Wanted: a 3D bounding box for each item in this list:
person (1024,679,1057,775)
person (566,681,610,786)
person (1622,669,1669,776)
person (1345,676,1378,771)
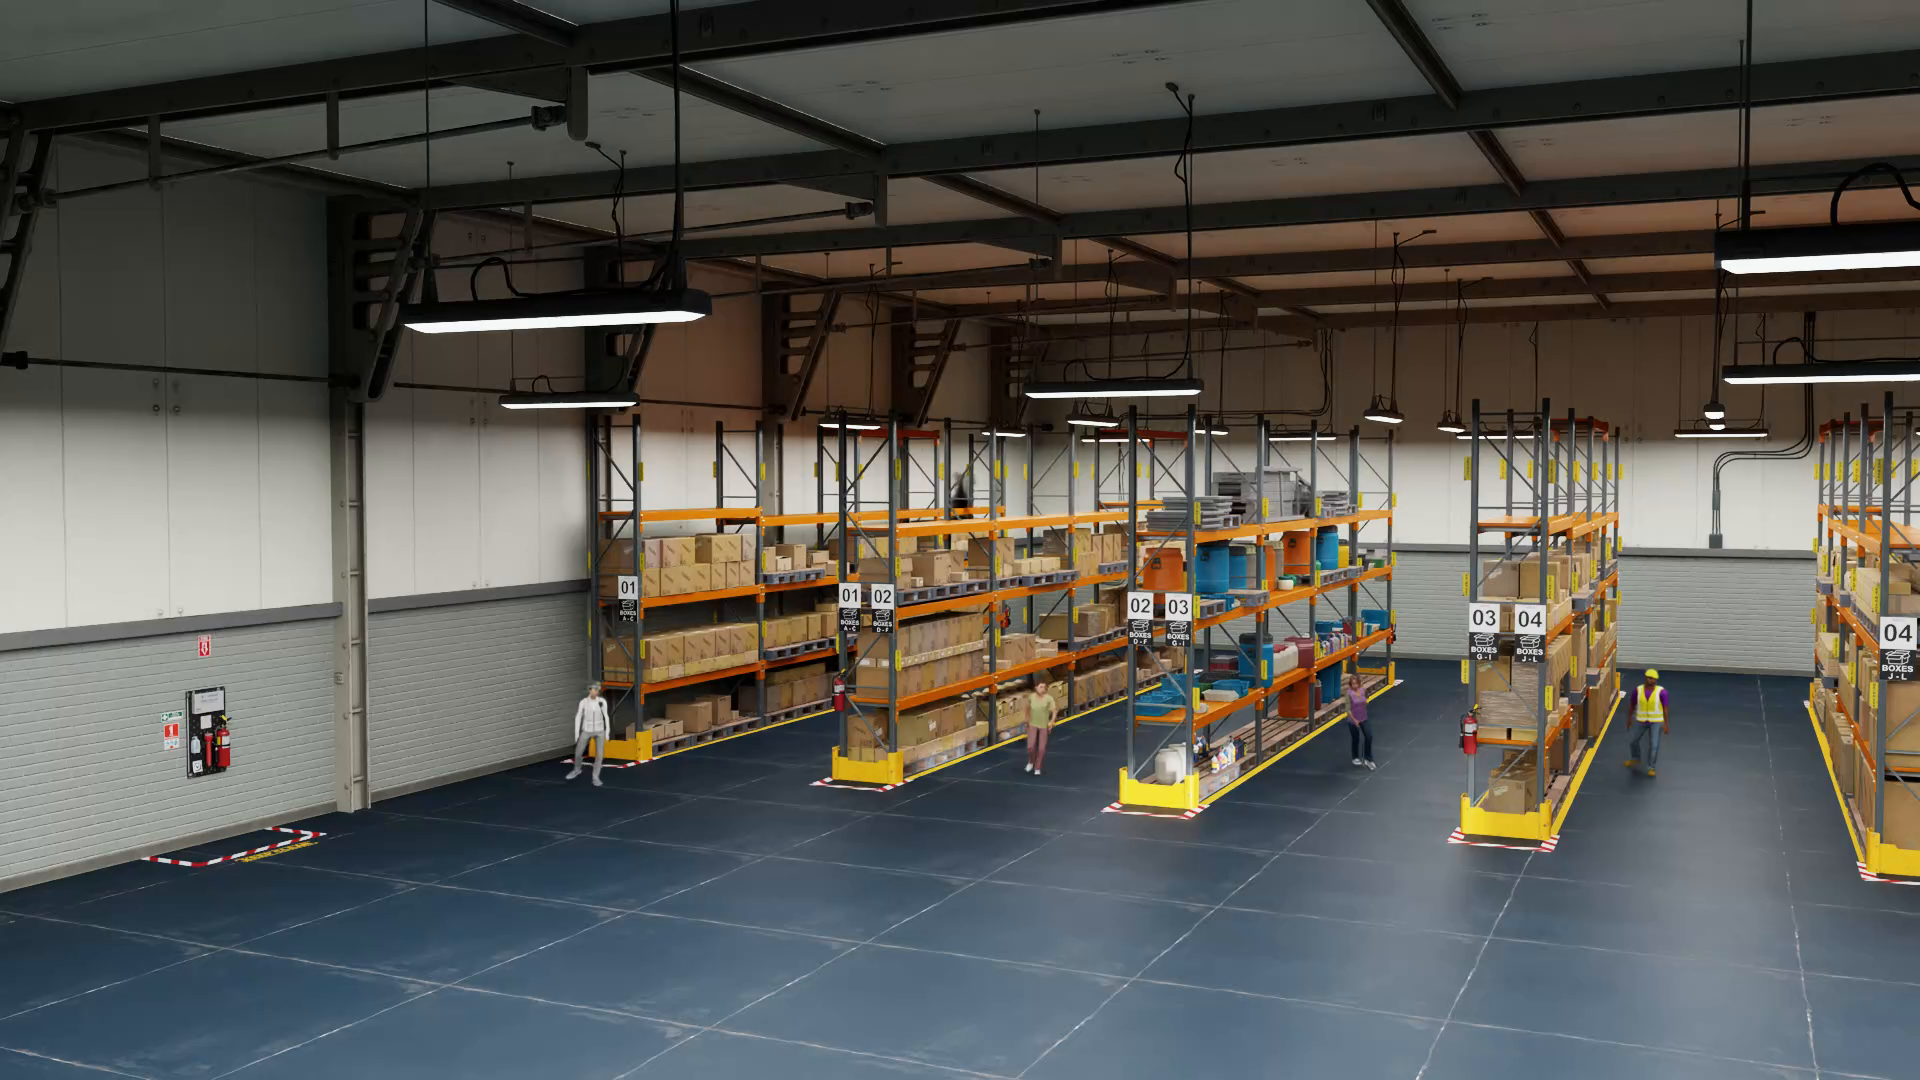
[{"bbox_3d":[1.305,3.063,27.190,0.577,1.611,0.721,0,2,7],"label":"person"},{"bbox_3d":[-5.969,3.079,26.648,0.694,1.672,0.583,-1,2,-14],"label":"person"},{"bbox_3d":[11.344,2.995,27.549,0.770,1.750,0.617,2,3,37],"label":"person"},{"bbox_3d":[6.705,3.067,27.958,0.553,1.599,0.658,0,2,-9],"label":"person"}]
